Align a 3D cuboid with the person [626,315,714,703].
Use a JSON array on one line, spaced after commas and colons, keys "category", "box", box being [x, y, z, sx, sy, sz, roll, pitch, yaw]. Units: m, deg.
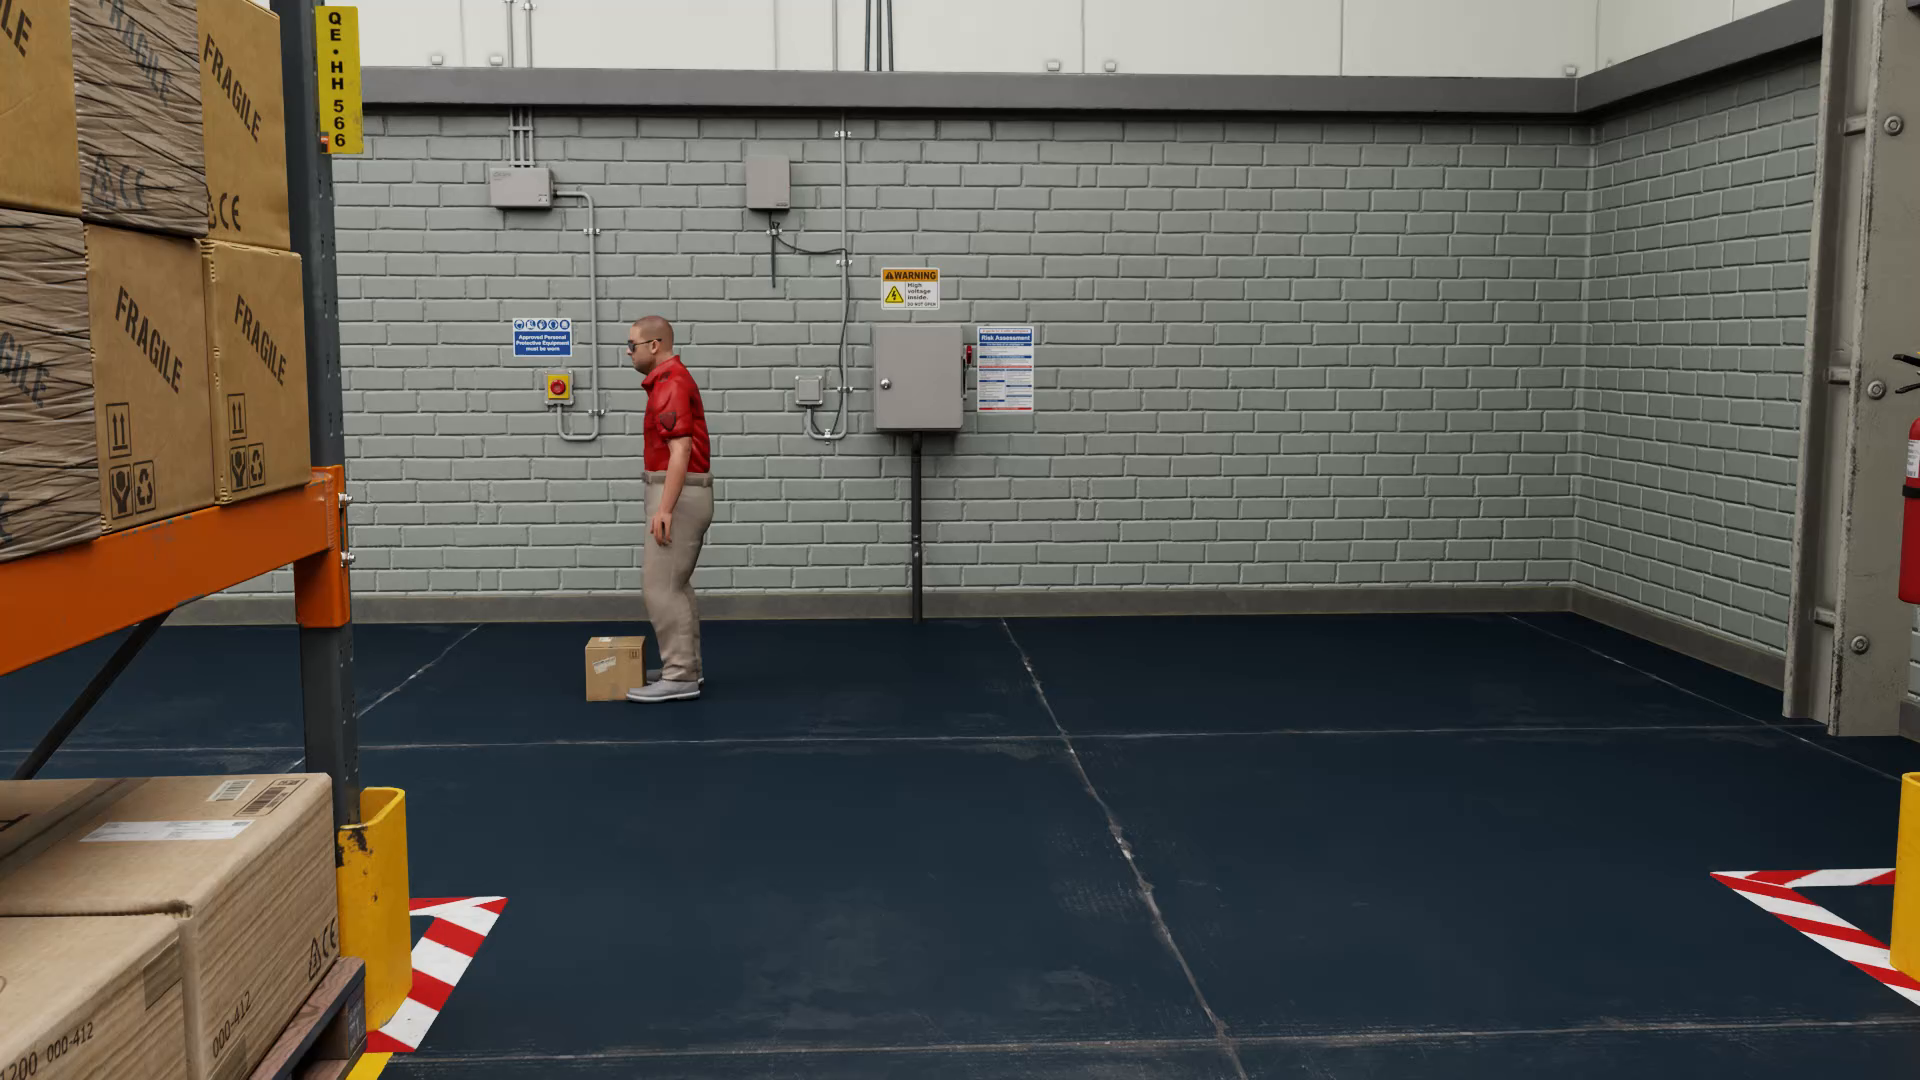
[{"category": "person", "box": [-1.322, -0.149, 7.552, 0.402, 1.726, 0.605, -1, 7, -7]}]
